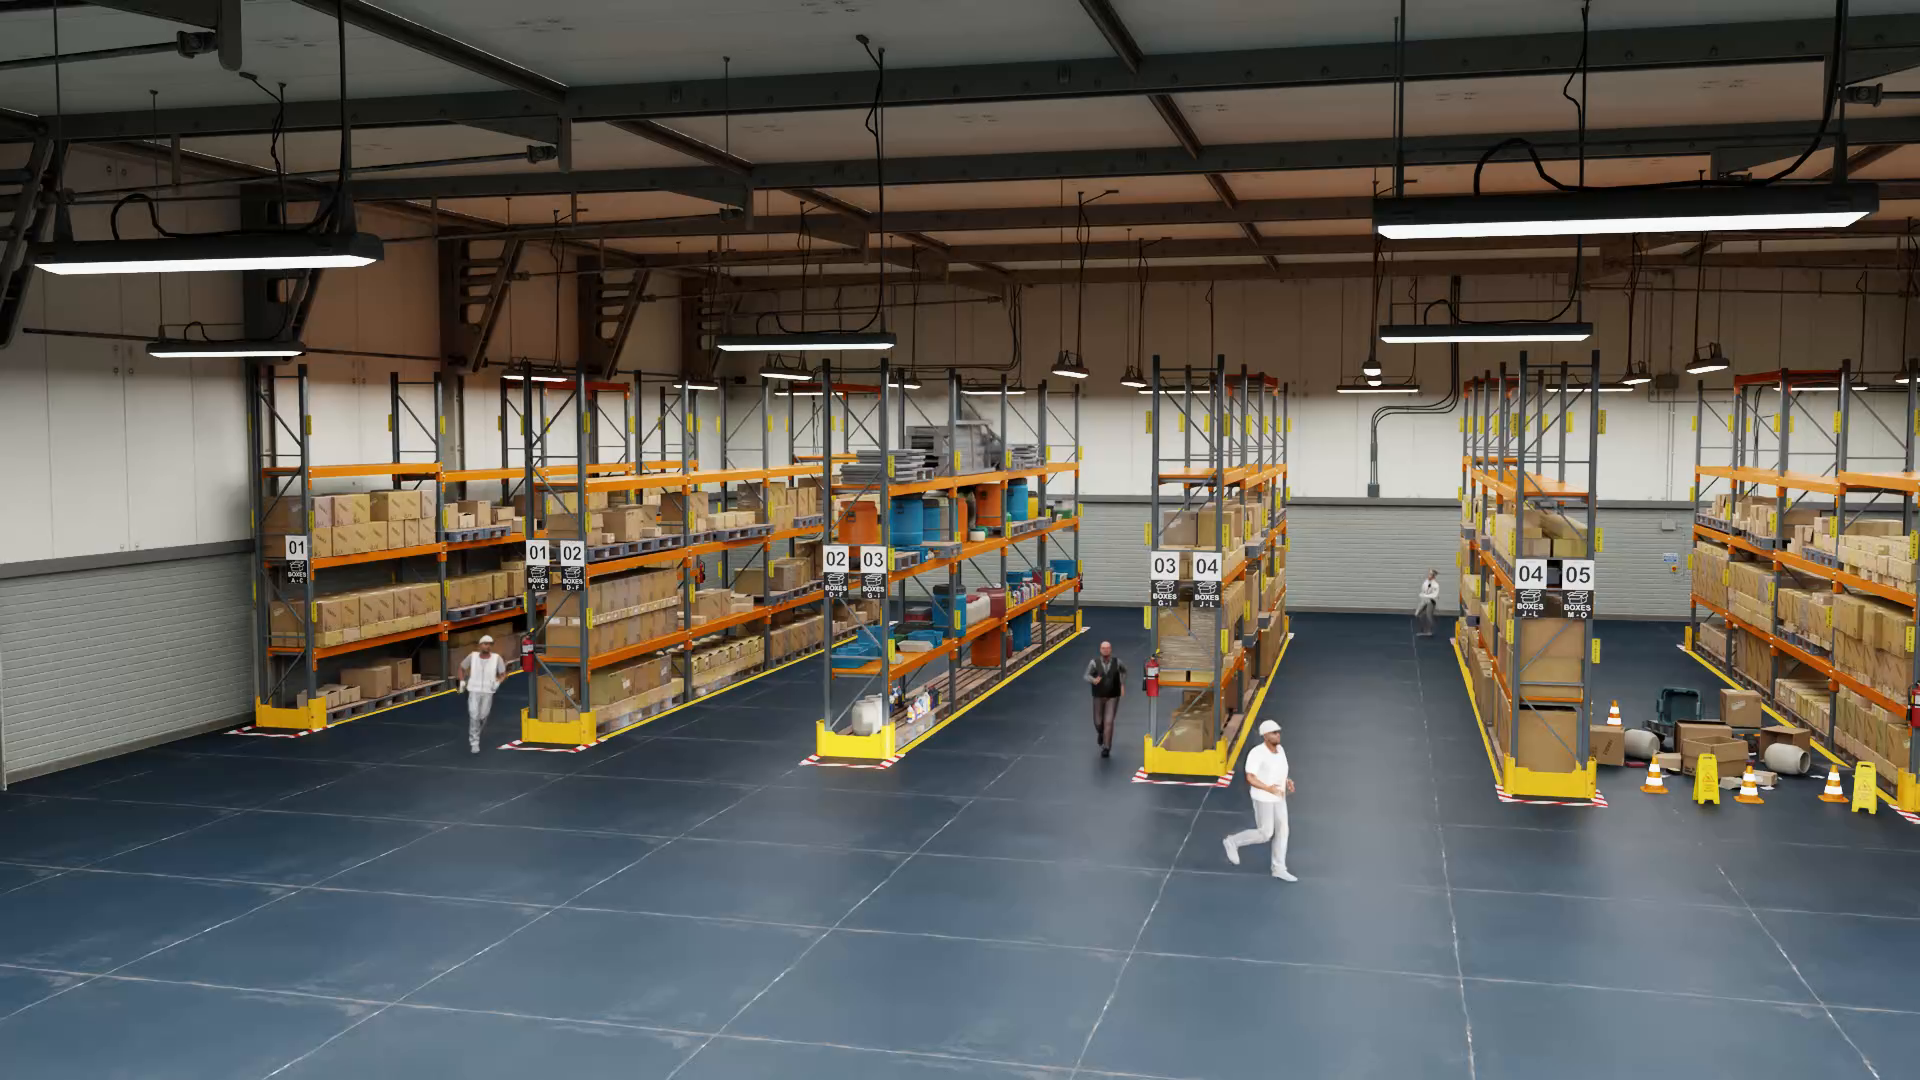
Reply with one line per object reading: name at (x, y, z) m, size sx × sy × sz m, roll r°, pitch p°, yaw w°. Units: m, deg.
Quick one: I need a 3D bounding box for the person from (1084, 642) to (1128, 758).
person at (2.211, 2.387, 25.245) m, size 0.659 × 1.704 × 0.924 m, roll 1°, pitch 4°, yaw 8°

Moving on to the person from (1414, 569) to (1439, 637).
person at (11.062, 1.484, 39.206) m, size 0.645 × 1.660 × 0.697 m, roll -2°, pitch 5°, yaw -31°

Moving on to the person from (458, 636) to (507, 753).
person at (-7.389, 2.357, 25.759) m, size 0.721 × 1.764 × 0.794 m, roll -2°, pitch 4°, yaw -21°

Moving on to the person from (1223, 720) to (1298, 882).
person at (3.381, 2.866, 18.468) m, size 0.862 × 1.760 × 0.694 m, roll 4°, pitch 5°, yaw 44°
